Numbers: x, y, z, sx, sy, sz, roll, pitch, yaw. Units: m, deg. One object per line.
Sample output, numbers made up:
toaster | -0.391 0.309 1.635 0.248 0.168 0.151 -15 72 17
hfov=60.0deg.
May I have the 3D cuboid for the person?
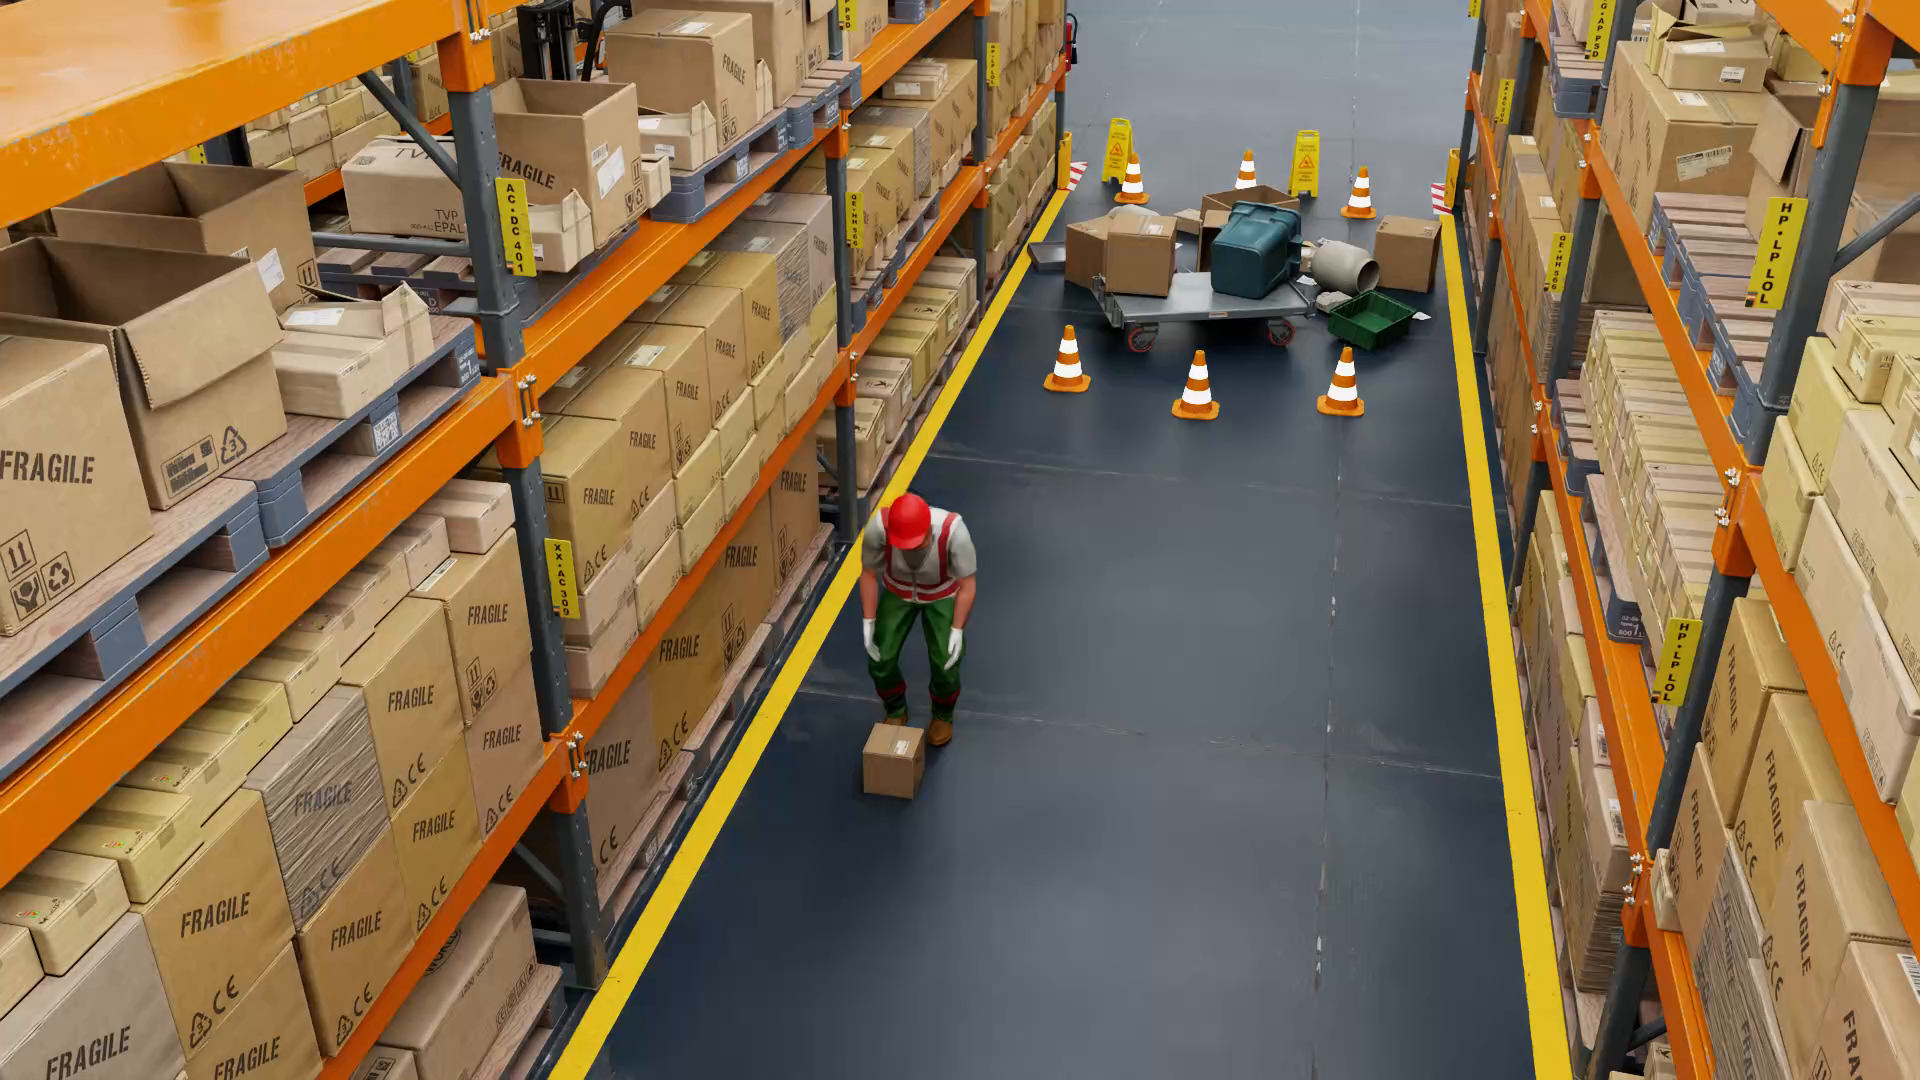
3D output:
person | -0.193 0.353 8.254 0.581 1.498 0.711 6 29 11
